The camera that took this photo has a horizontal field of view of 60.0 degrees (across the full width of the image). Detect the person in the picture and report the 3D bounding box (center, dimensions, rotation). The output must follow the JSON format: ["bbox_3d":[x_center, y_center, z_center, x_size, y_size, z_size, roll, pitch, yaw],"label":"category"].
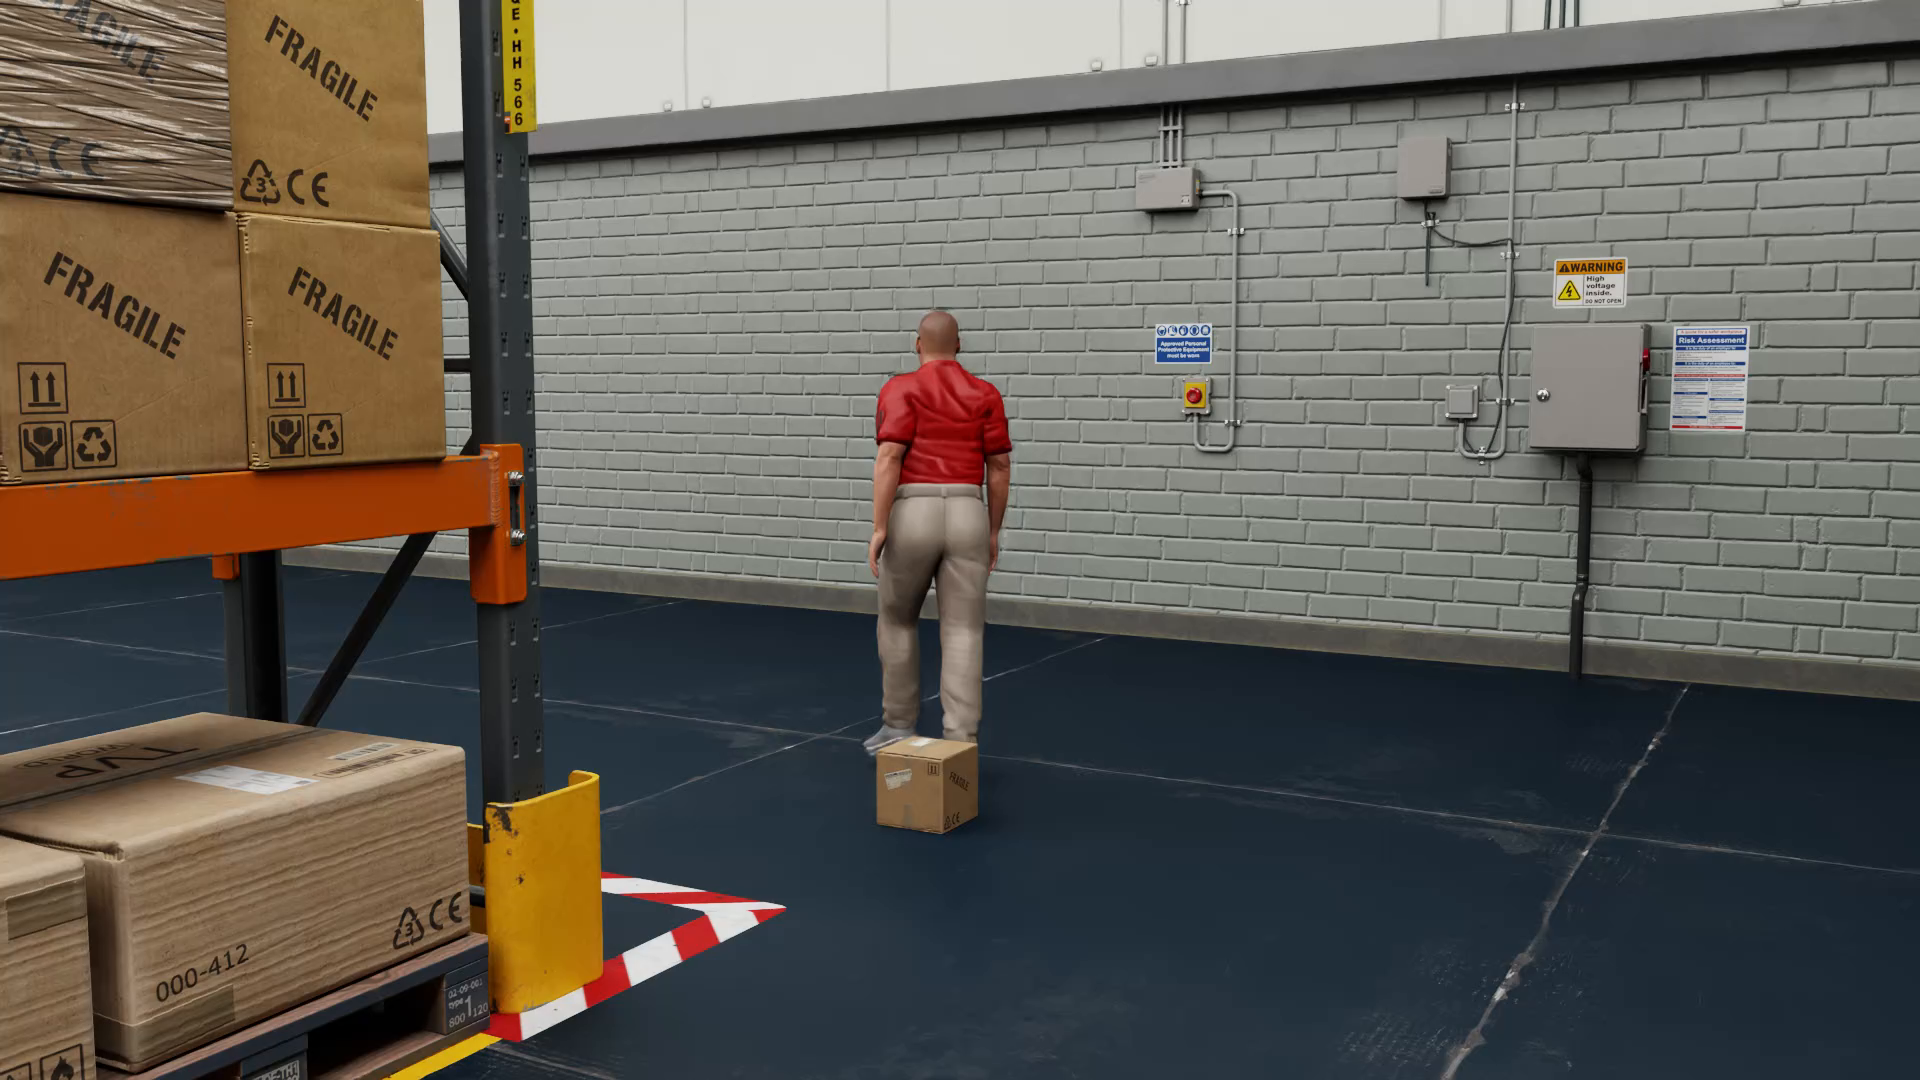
[{"bbox_3d":[-0.081,0.010,6.332,0.587,1.757,0.703,-1,6,-14],"label":"person"}]
